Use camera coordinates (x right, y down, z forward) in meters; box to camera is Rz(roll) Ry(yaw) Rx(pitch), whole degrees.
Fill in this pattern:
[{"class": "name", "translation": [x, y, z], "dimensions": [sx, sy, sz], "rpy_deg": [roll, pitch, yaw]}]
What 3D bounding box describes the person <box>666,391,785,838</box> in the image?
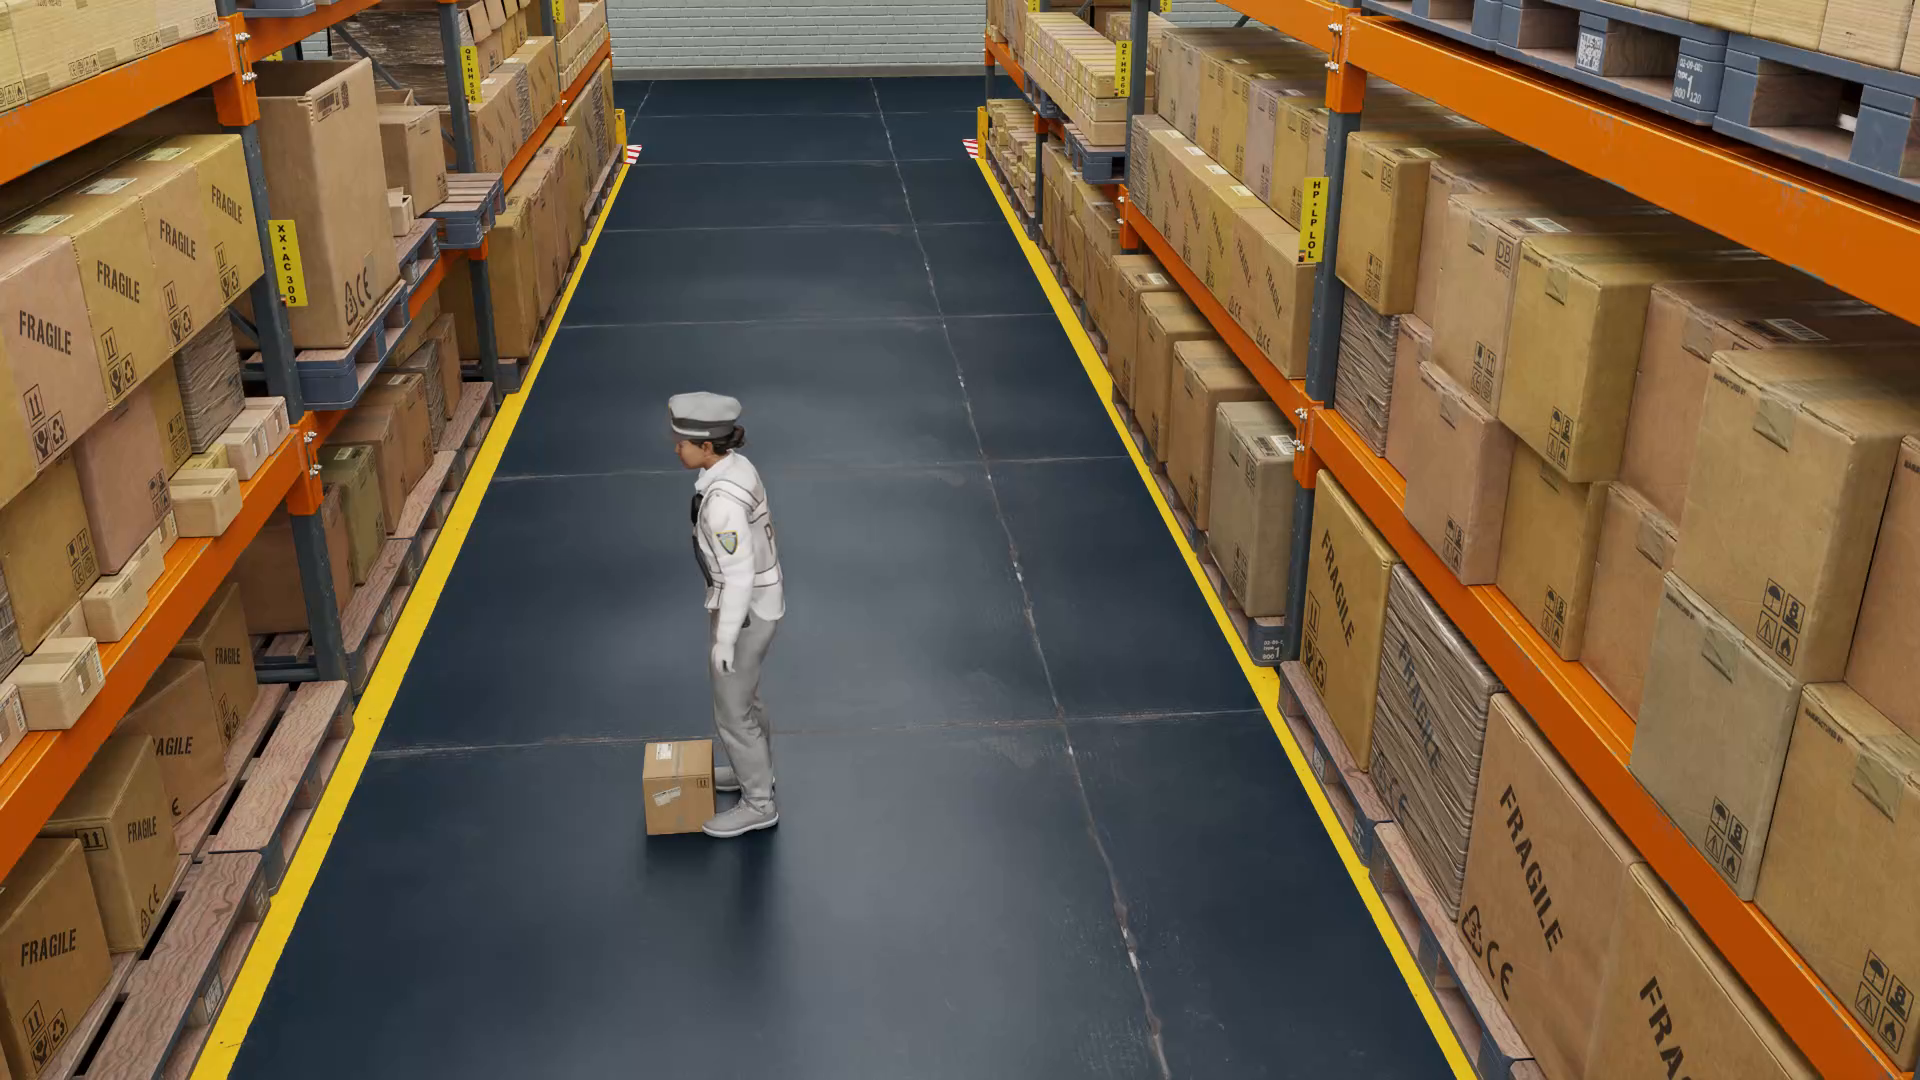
[{"class": "person", "translation": [-0.817, 0.269, 5.989], "dimensions": [0.378, 1.663, 0.531], "rpy_deg": [-2, 24, -6]}]
